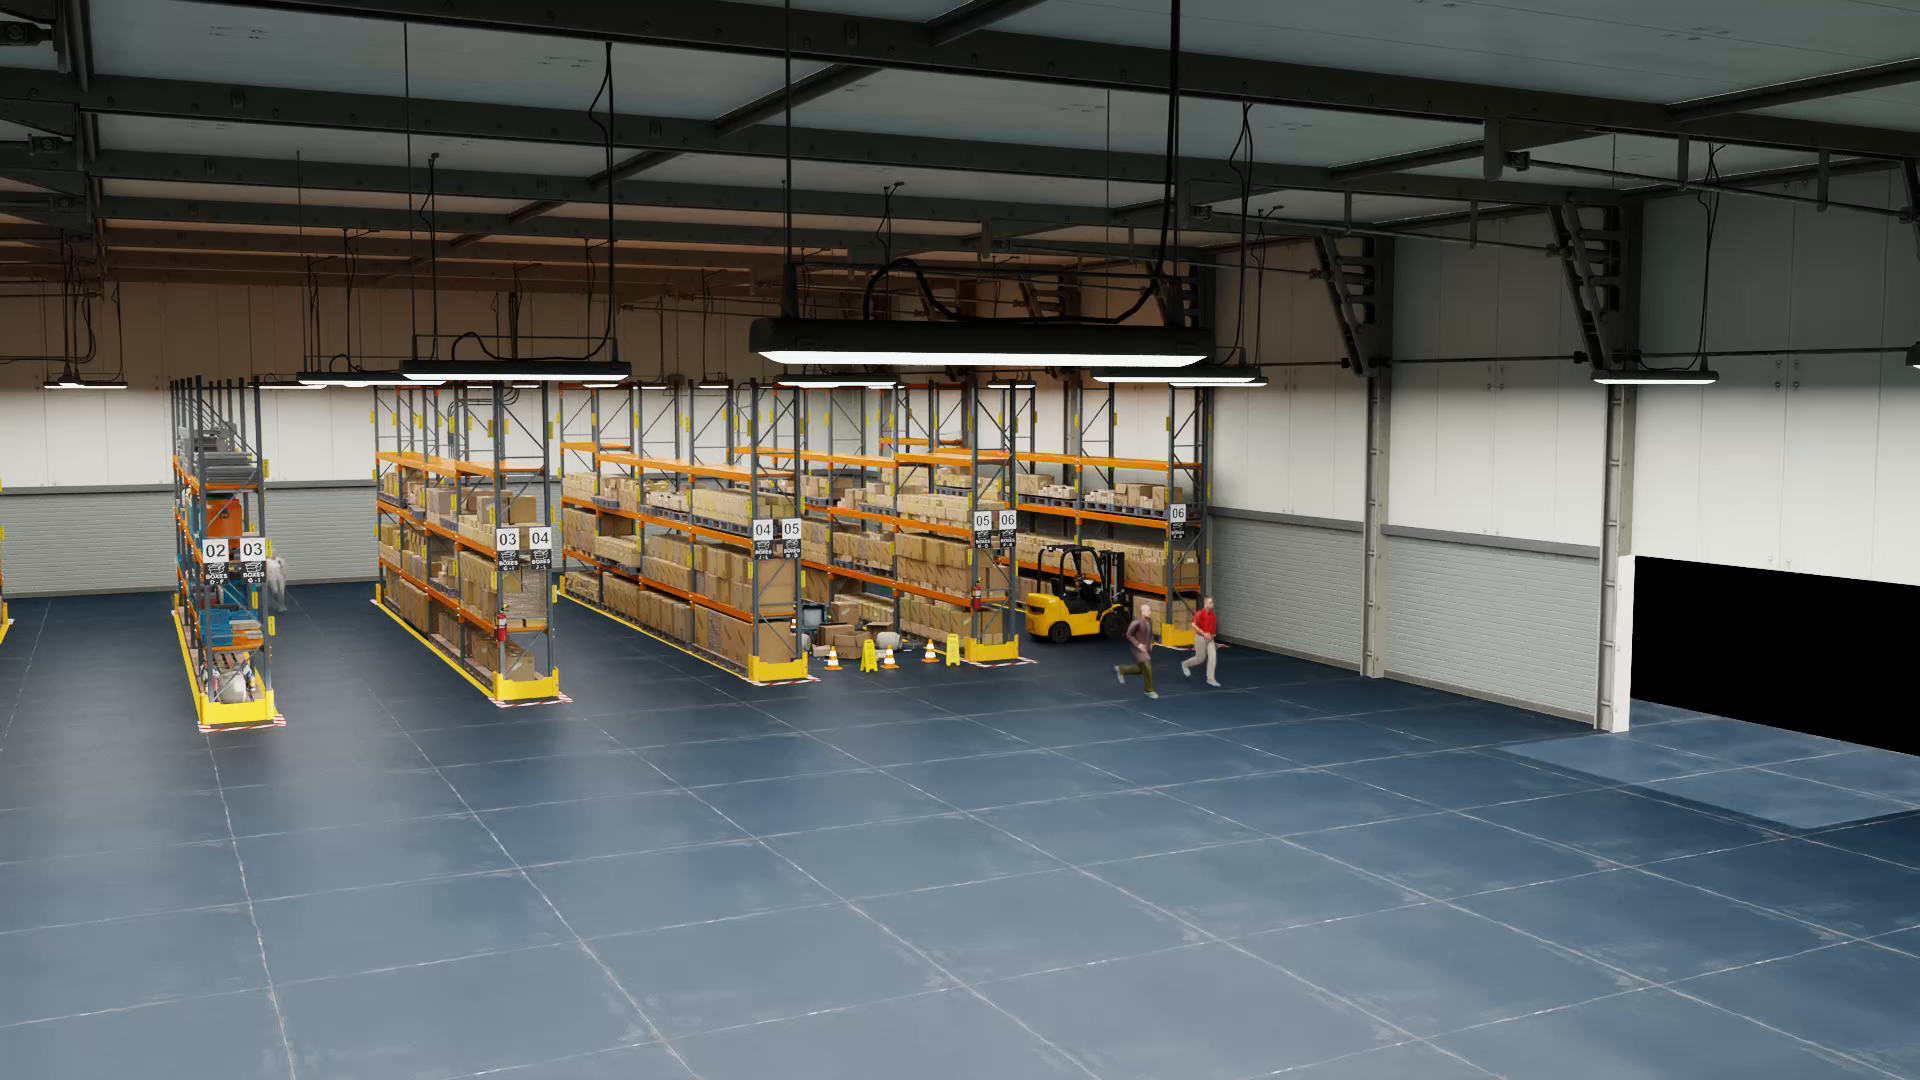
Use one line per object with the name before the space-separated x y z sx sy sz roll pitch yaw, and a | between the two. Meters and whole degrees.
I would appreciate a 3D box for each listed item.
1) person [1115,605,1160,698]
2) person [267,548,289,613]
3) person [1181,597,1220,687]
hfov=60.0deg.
person | 3.343 2.091 31.387 0.975 1.770 0.719 4 6 35
person | -17.864 1.063 43.337 0.705 1.685 0.678 -4 6 -36
person | 4.778 1.978 32.695 0.686 1.724 0.938 -5 7 -44
